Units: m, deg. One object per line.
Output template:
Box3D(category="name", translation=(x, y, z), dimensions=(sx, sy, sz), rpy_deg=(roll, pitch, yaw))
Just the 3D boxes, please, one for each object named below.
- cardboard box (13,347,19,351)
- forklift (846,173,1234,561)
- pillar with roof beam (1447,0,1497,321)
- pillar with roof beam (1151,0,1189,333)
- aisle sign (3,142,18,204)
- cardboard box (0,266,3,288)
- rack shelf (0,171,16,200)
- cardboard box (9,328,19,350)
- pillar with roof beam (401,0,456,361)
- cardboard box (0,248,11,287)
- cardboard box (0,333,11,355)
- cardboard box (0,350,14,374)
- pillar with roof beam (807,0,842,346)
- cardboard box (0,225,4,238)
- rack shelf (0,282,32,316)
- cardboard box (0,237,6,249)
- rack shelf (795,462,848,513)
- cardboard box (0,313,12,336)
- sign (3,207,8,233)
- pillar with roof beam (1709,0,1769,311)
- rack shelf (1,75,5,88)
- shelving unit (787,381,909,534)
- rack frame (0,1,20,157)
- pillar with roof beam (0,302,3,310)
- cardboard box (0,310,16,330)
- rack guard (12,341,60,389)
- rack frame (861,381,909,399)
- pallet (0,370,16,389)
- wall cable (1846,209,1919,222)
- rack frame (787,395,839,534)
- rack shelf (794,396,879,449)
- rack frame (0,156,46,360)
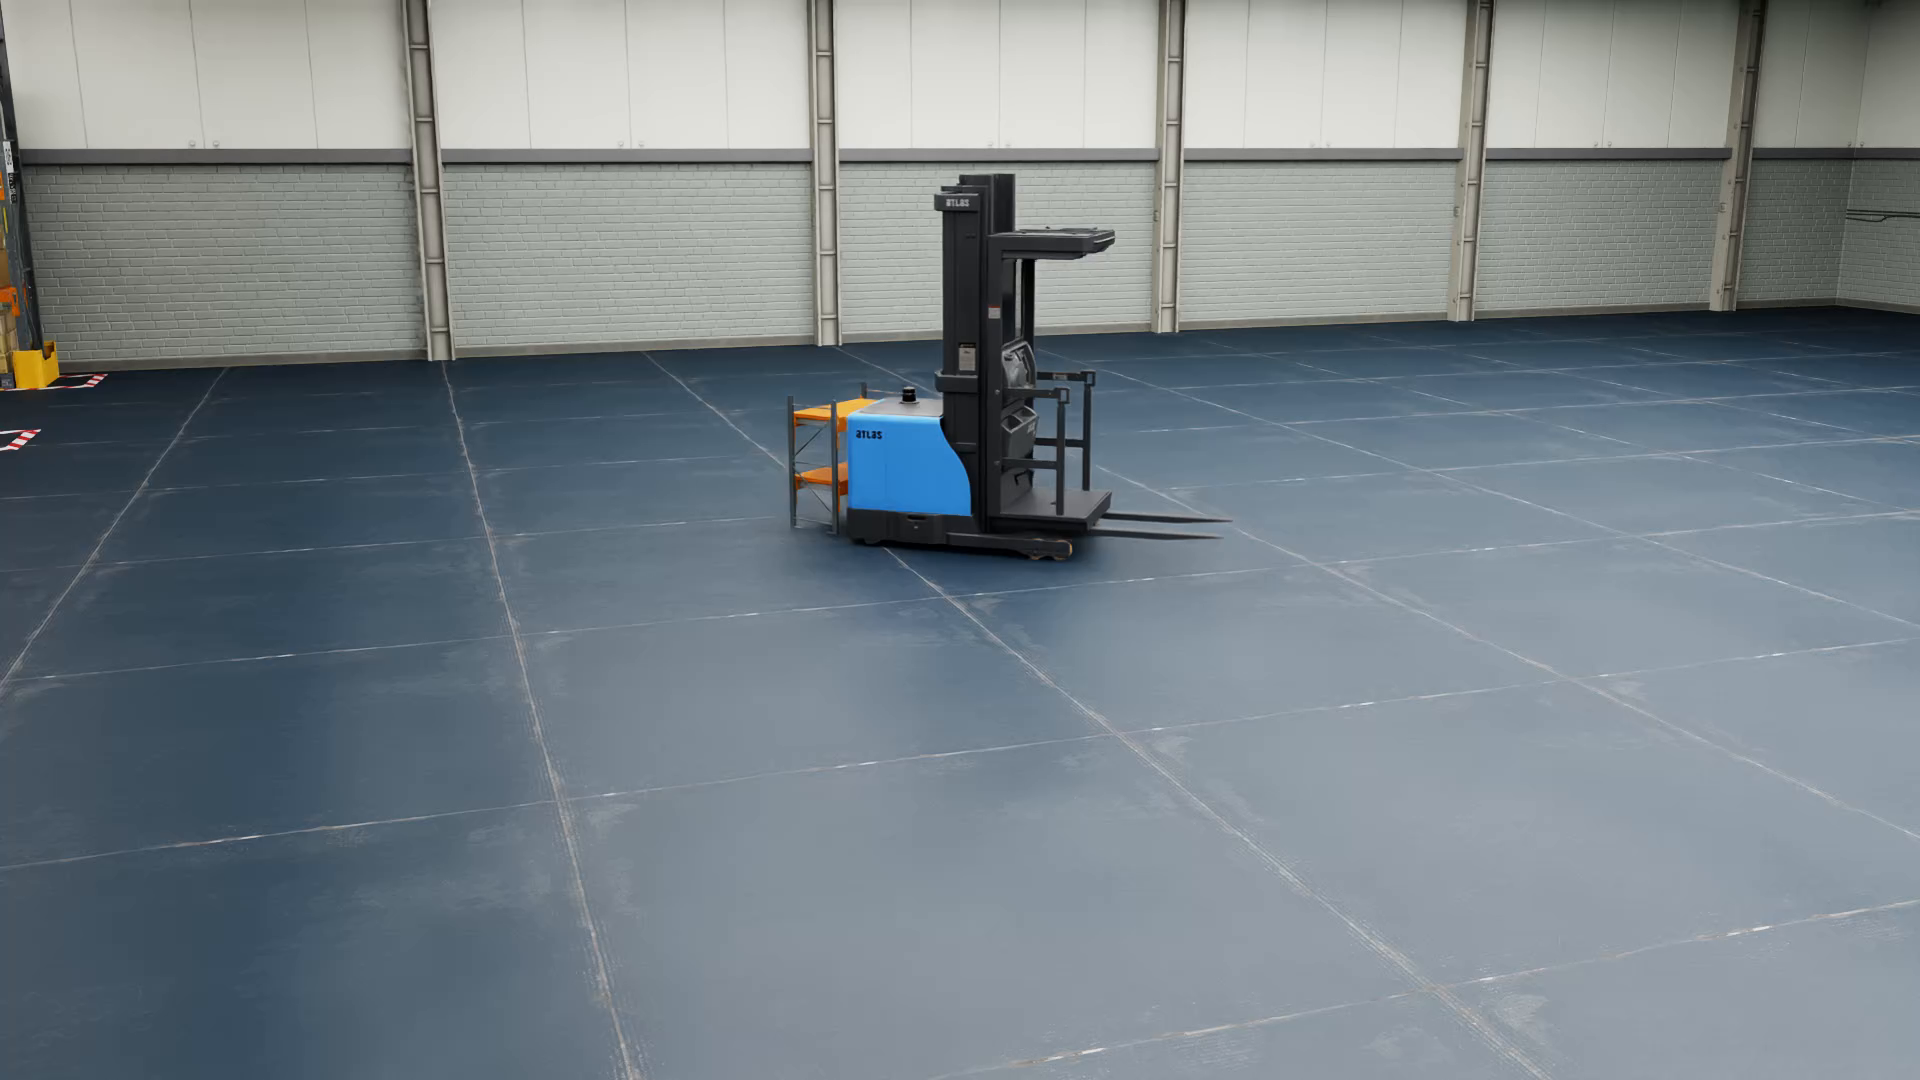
Box3D(category="cardboard box", translation=(-13.097, -2.471, 22.585), dimensions=(0.500, 0.250, 0.500), rpy_deg=(-4, 14, -18))
Box3D(category="forklift", translation=(0.656, -1.398, 13.187), dimensions=(3.031, 2.935, 1.130), rpy_deg=(4, 14, 16))
Box3D(category="pillar with roof beam", translation=(10.603, -7.490, 25.686), dimensions=(0.400, 9.000, 9.100), rpy_deg=(-4, 14, -18))
Box3D(category="pillar with roof beam", translation=(4.917, -7.047, 23.824), dimensions=(0.400, 9.000, 9.100), rpy_deg=(-4, 14, -18))
Box3D(category="aisle sign", translation=(-12.413, -4.803, 21.736), dimensions=(0.004, 0.787, 0.394), rpy_deg=(-4, 14, -18))
Box3D(category="cardboard box", translation=(-12.952, -3.553, 21.881), dimensions=(0.500, 0.500, 0.500), rpy_deg=(-5, 14, -19))
Box3D(category="rack shelf", translation=(-14.464, -4.560, 21.403), dimensions=(4.000, 0.370, 1.077), rpy_deg=(-4, 14, -18))
Box3D(category="cardboard box", translation=(-13.081, -2.719, 22.545), dimensions=(0.500, 0.250, 0.500), rpy_deg=(-4, 14, -17))
Box3D(category="pillar with roof beam", translation=(-6.457, -6.162, 20.101), dimensions=(0.400, 9.000, 9.100), rpy_deg=(-4, 14, -18))
Box3D(category="cardboard box", translation=(-13.127, -3.671, 22.378), dimensions=(0.500, 0.500, 0.500), rpy_deg=(-4, 14, -16))
Box3D(category="cardboard box", translation=(-12.930, -2.603, 22.060), dimensions=(0.500, 0.250, 0.500), rpy_deg=(-5, 14, -19))
Box3D(category="cardboard box", translation=(-12.913, -2.361, 22.120), dimensions=(0.500, 0.250, 0.500), rpy_deg=(-4, 14, -18))
Box3D(category="pillar with roof beam", translation=(-0.770, -6.604, 21.962), dimensions=(0.400, 9.000, 9.100), rpy_deg=(-4, 14, -18))
Box3D(category="cardboard box", translation=(-12.955, -4.129, 22.259), dimensions=(0.250, 0.149, 0.380), rpy_deg=(-5, 14, -19))
Box3D(category="rack shelf", translation=(-14.464, -3.101, 21.750), dimensions=(4.000, 0.370, 1.077), rpy_deg=(-4, 14, -18))
Box3D(category="cardboard box", translation=(-12.973, -3.994, 22.335), dimensions=(0.250, 0.149, 0.380), rpy_deg=(-5, 14, -20))
Box3D(category="rack shelf", translation=(-0.941, -0.488, 14.321), dimensions=(0.538, 0.278, 1.000), rpy_deg=(9, 16, 33))
Box3D(category="cardboard box", translation=(-12.906, -2.849, 22.011), dimensions=(0.500, 0.250, 0.500), rpy_deg=(-4, 14, -16))
Box3D(category="sign", translation=(-12.409, -4.157, 21.622), dimensions=(0.005, 0.325, 0.100), rpy_deg=(-4, 14, -18))
Box3D(category="pillar with roof beam", translation=(16.290, -7.933, 27.547), dimensions=(0.400, 9.000, 9.100), rpy_deg=(-4, 14, -18))
Box3D(category="rack shelf", translation=(-14.464, -5.825, 21.102), dimensions=(4.000, 0.370, 1.077), rpy_deg=(-4, 14, -18))
Box3D(category="shelving unit", translation=(-0.941, -0.726, 14.265), dimensions=(0.538, 1.125, 1.048), rpy_deg=(9, 16, 33))
Box3D(category="rack frame", translation=(-12.569, -6.517, 21.593), dimensions=(0.127, 3.000, 1.000), rpy_deg=(-4, 14, -18))
Box3D(category="pillar with roof beam", translation=(-12.143, -5.719, 18.239), dimensions=(0.400, 9.000, 9.100), rpy_deg=(-4, 14, -18))
Box3D(category="cardboard box", translation=(-13.085, -2.957, 22.467), dimensions=(0.500, 0.250, 0.500), rpy_deg=(-5, 14, -19))
Box3D(category="rack guard", translation=(-12.546, -2.384, 22.584), dimensions=(0.348, 0.500, 1.175), rpy_deg=(-4, 14, -18))
Box3D(category="rack frame", translation=(-0.659, -0.824, 14.676), dimensions=(0.500, 1.125, 0.032), rpy_deg=(9, 16, 33))
Box3D(category="pallet", translation=(-13.280, -2.176, 22.334), dimensions=(1.213, 0.211, 1.003), rpy_deg=(-4, 14, -18))
Box3D(category="wall cable", translation=(18.131, -7.294, 31.571), dimensions=(0.112, 2.526, 3.097), rpy_deg=(-4, 14, -18))
Box3D(category="rack frame", translation=(-1.223, -0.628, 13.853), dimensions=(0.500, 1.125, 0.032), rpy_deg=(9, 16, 33))
Box3D(category="rack shelf", translation=(-0.941, -1.011, 14.197), dimensions=(0.538, 0.278, 1.000), rpy_deg=(9, 16, 33))
Box3D(category="rack frame", translation=(-12.569, -3.598, 22.288), dimensions=(0.127, 3.000, 1.000), rpy_deg=(-4, 14, -18))
